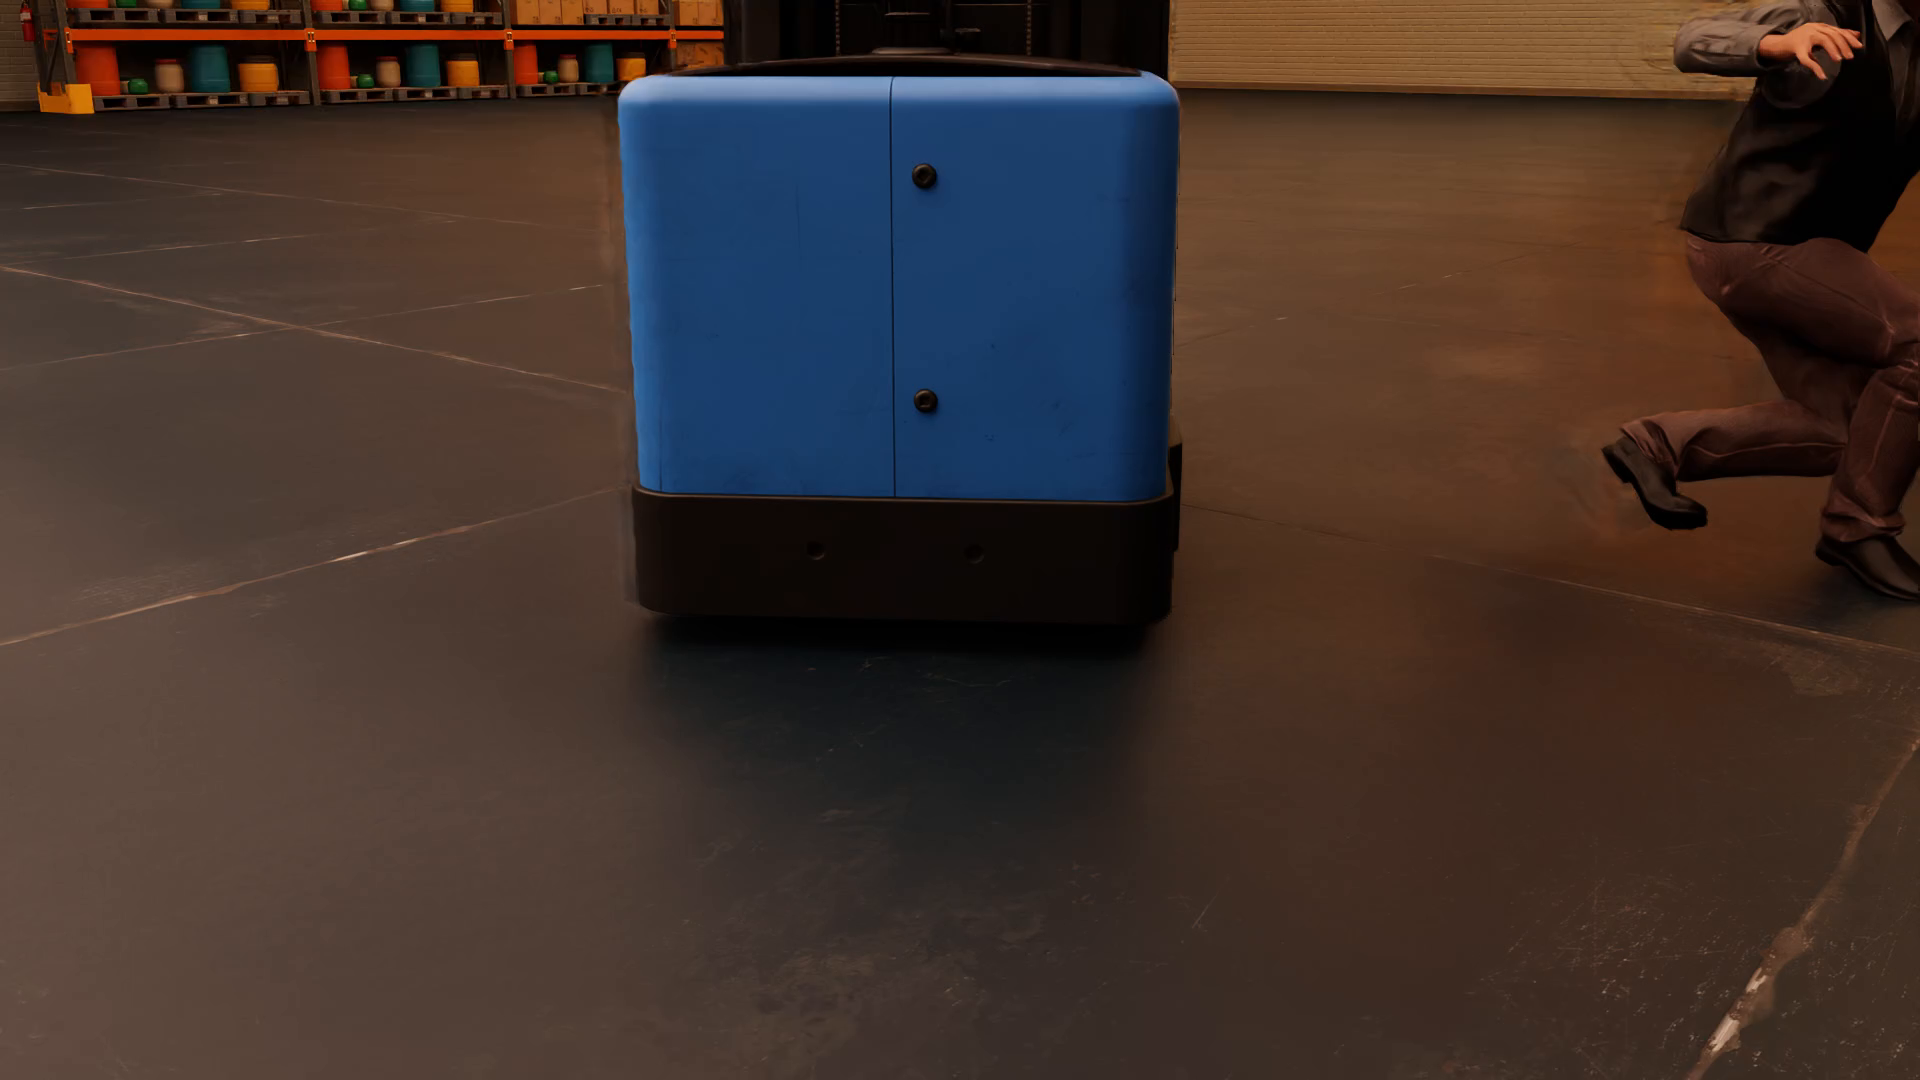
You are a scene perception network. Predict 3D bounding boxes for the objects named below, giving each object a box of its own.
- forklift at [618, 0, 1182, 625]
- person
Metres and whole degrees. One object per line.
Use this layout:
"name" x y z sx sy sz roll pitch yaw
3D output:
"forklift" -0.018 -1.618 4.227 1.130 2.935 3.031 1 17 4
"person" 1.912 -0.593 3.418 0.807 1.467 1.083 -14 22 -39
